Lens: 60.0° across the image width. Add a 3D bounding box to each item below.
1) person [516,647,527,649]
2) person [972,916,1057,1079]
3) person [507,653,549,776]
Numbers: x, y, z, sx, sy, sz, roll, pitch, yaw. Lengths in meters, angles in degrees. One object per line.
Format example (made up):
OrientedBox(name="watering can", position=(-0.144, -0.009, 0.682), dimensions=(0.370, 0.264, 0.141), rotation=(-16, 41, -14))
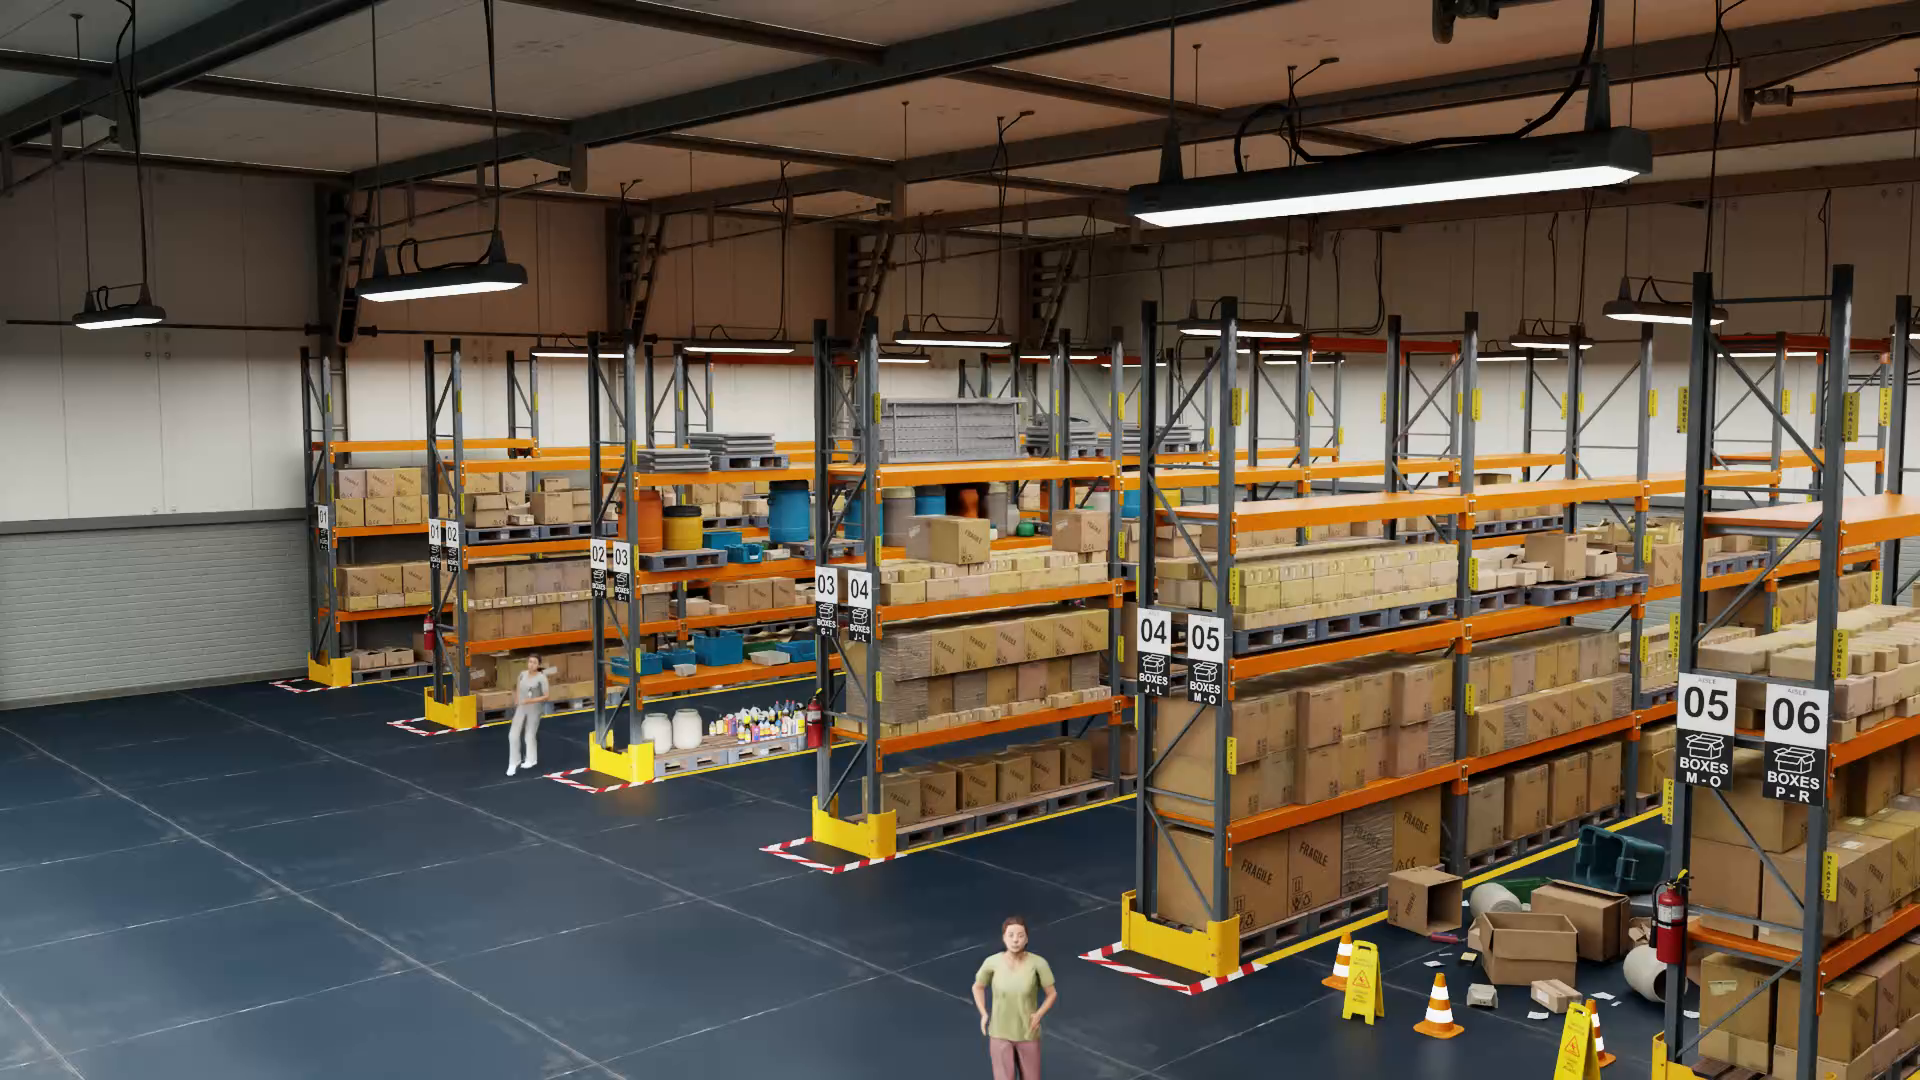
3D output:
OrientedBox(name="person", position=(-7.664, 1.737, 29.005), dimensions=(0.647, 1.764, 0.943), rotation=(3, 6, 33))
OrientedBox(name="person", position=(0.366, 3.360, 11.298), dimensions=(0.584, 1.622, 0.648), rotation=(0, 5, 3))
OrientedBox(name="person", position=(-5.843, 2.366, 22.658), dimensions=(0.587, 1.682, 0.664), rotation=(1, 5, 9))
